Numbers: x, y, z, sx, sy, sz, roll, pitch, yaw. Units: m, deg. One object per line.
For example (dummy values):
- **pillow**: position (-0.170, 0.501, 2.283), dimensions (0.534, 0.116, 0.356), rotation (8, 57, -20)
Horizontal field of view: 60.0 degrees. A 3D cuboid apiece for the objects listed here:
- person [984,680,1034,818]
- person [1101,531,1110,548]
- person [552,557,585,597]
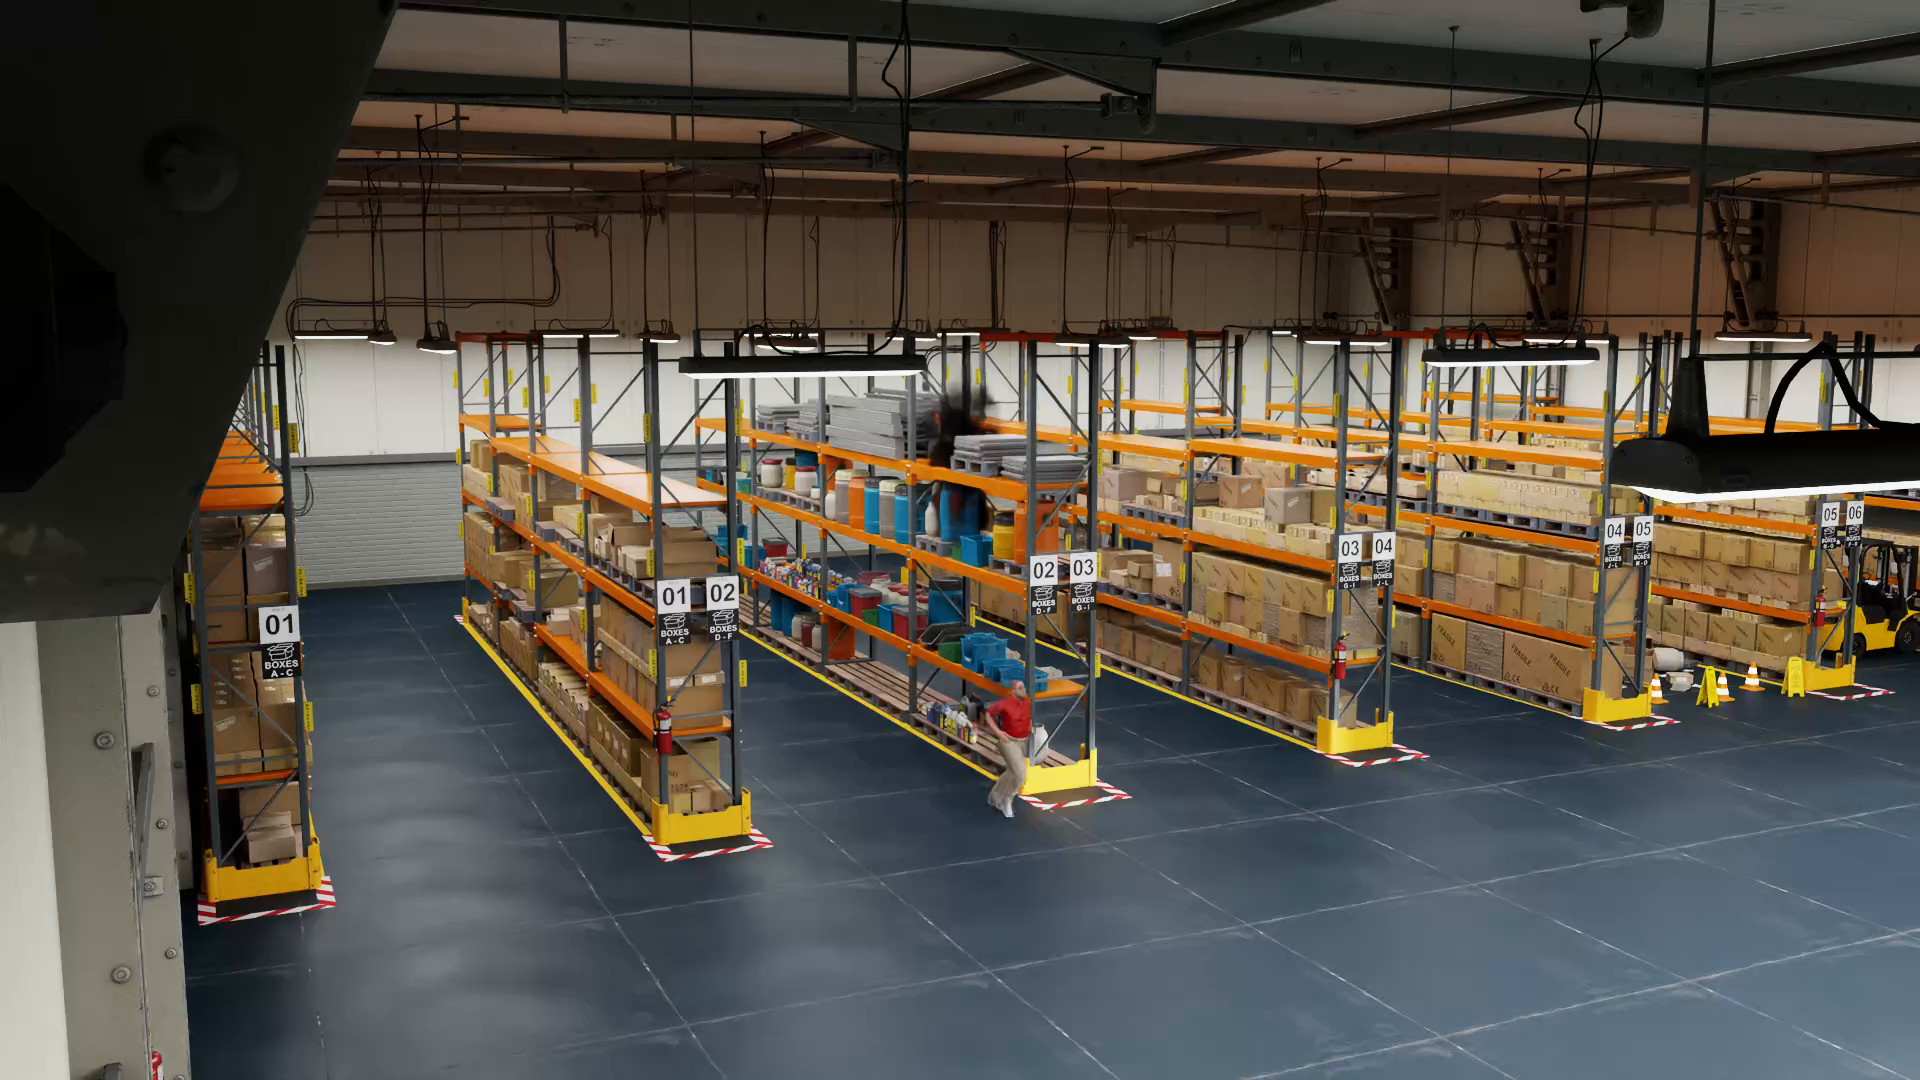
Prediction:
- **person**: position (0.685, 2.654, 21.247), dimensions (0.650, 1.758, 0.684), rotation (6, 10, 39)
- **person**: position (3.645, -0.170, 41.754), dimensions (0.727, 1.757, 0.680), rotation (-5, 9, -32)
- **person**: position (-8.249, 0.693, 35.489), dimensions (0.794, 1.781, 0.701), rotation (6, 10, 37)
